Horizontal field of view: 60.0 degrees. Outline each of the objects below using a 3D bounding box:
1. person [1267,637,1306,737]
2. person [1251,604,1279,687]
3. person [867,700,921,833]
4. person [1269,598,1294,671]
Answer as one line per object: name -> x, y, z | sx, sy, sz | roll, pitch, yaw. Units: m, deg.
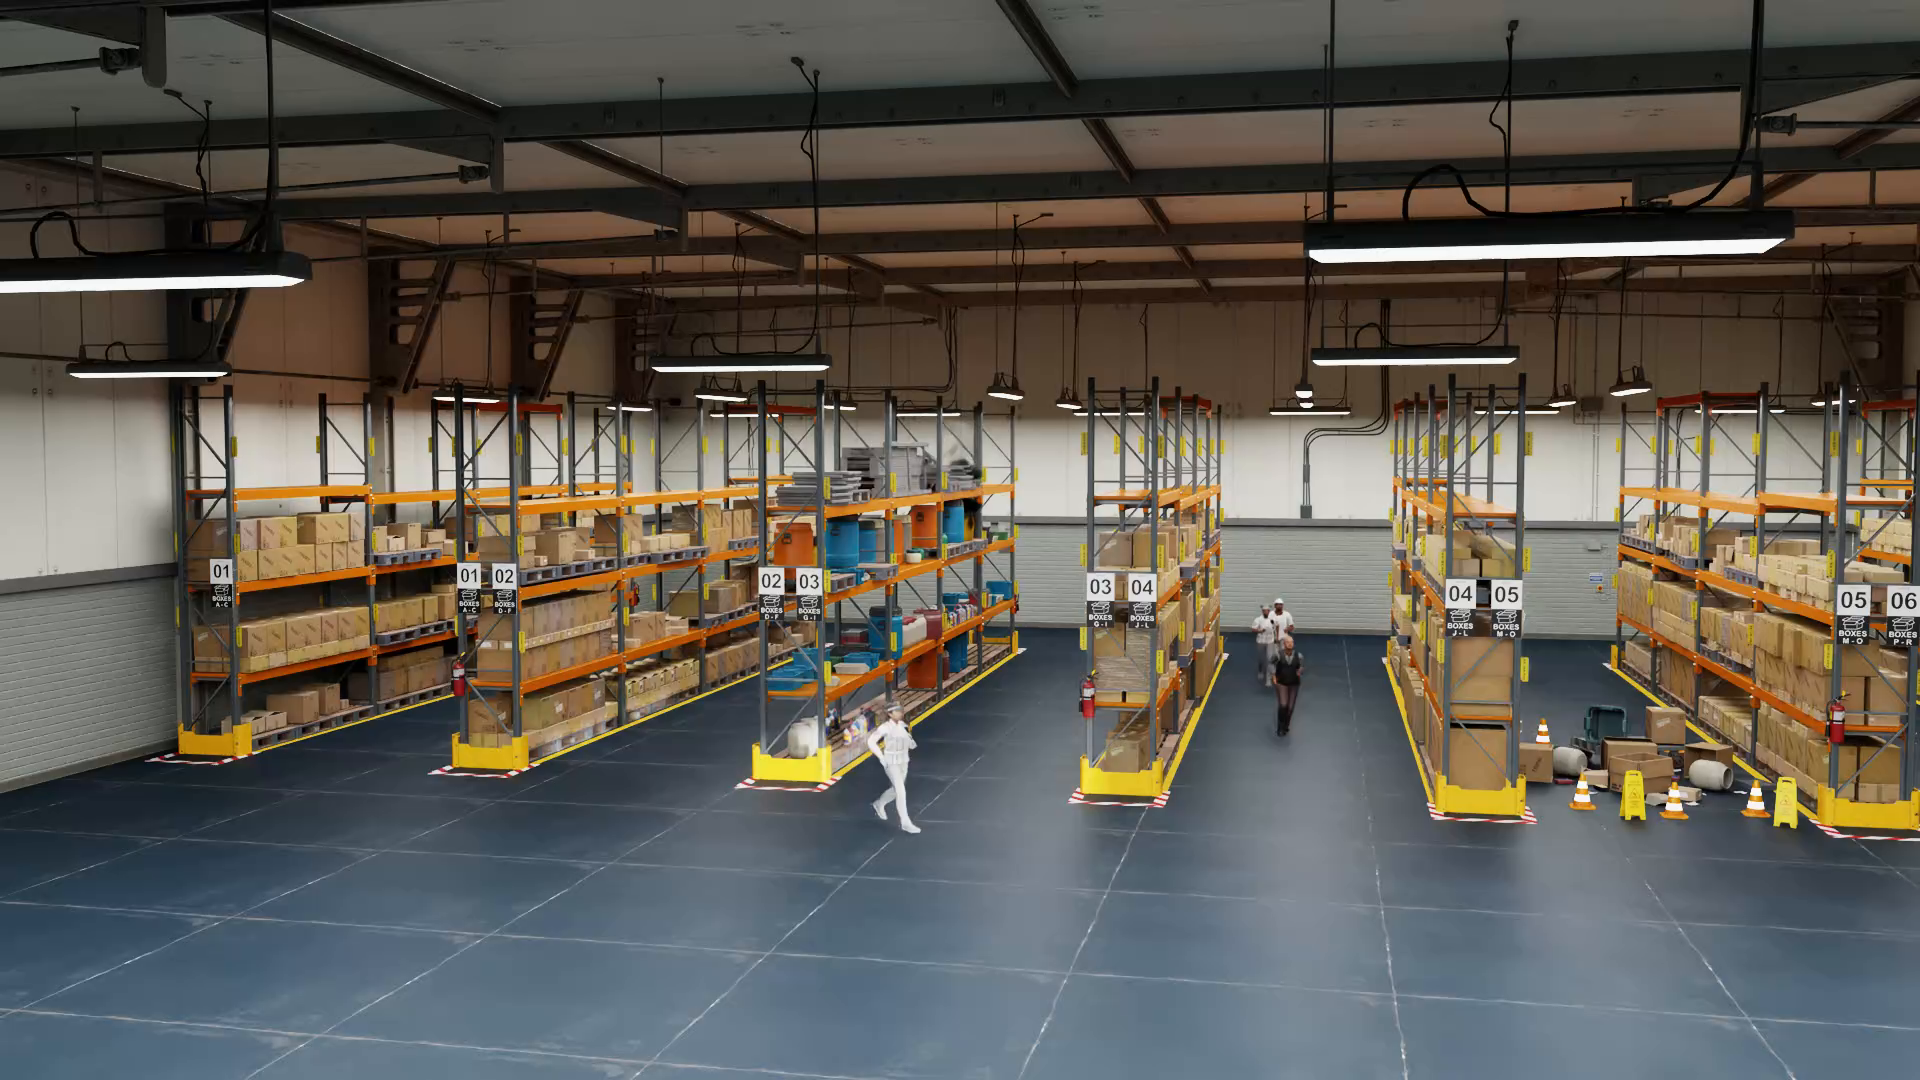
person -> 5.669, 2.542, 28.785 | 0.633, 1.738, 0.726 | 0, 3, -3
person -> 6.419, 2.176, 34.964 | 0.604, 1.702, 0.900 | 0, 3, 4
person -> -0.841, 2.922, 21.702 | 0.919, 1.675, 0.614 | 3, 4, 42
person -> 6.867, 2.122, 35.902 | 0.688, 1.719, 0.599 | 0, 3, 3
